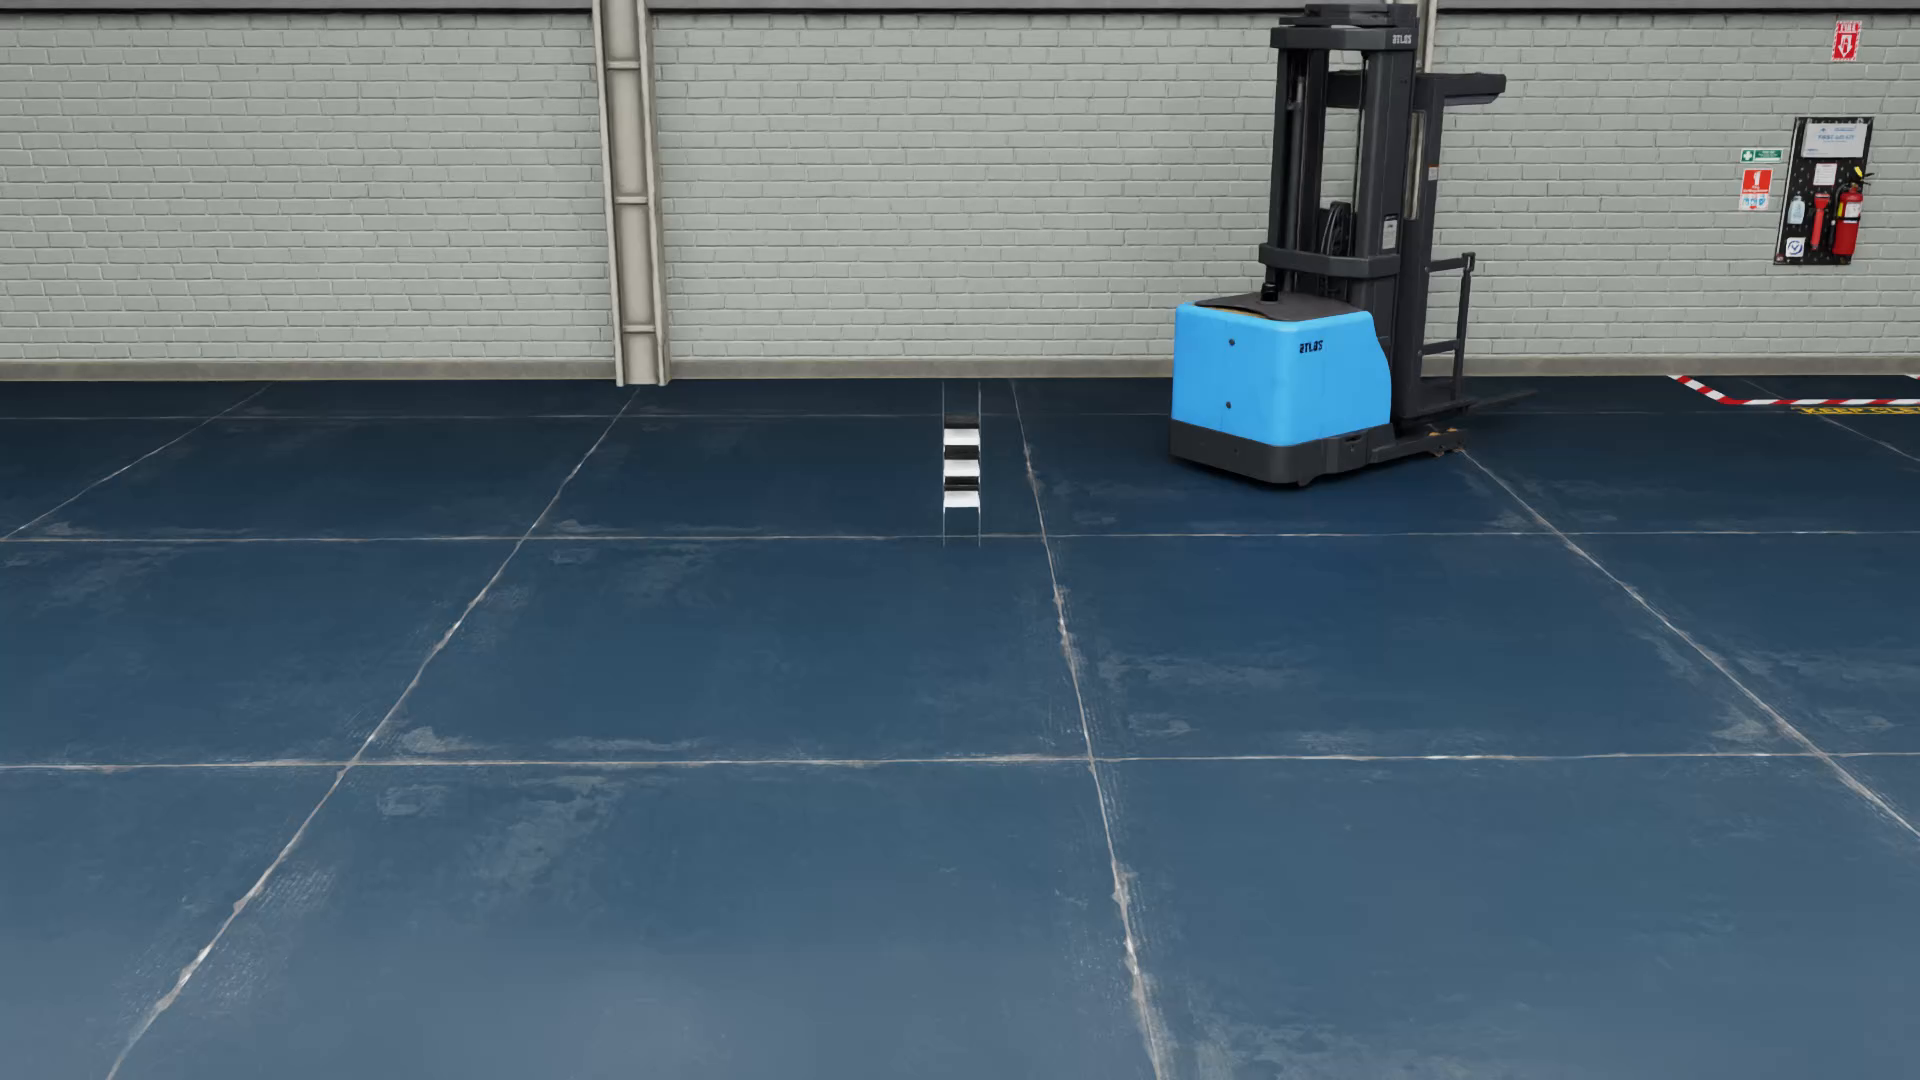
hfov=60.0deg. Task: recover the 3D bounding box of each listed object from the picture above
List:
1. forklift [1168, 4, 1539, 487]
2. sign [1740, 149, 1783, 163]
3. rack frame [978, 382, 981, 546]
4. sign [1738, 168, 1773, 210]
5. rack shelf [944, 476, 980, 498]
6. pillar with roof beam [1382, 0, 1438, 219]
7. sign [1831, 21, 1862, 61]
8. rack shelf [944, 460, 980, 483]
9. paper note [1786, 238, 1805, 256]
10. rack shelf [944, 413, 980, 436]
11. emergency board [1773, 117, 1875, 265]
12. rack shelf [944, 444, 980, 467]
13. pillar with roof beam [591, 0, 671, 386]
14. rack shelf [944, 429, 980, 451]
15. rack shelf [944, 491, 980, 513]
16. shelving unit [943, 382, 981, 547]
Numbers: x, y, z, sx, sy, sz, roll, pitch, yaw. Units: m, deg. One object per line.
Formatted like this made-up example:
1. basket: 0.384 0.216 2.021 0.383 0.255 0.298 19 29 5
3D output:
1. forklift: 2.866 -2.077 11.222 3.031 2.935 1.130 -13 22 -36
2. sign: 6.400 -3.069 13.277 0.331 0.109 0.001 0 18 -1
3. rack frame: 0.110 -0.429 9.412 0.006 0.900 0.240 0 18 -1
4. sign: 6.396 -2.819 13.367 0.234 0.329 0.001 0 18 -1
5. rack shelf: 0.008 -0.311 9.448 0.200 0.077 0.258 0 18 -1
6. pillar with roof beam: 3.490 -4.286 8.178 0.400 9.000 9.100 0 18 -1
7. sign: 6.941 -3.908 13.023 0.199 0.298 0.001 0 18 -1
8. rack shelf: 0.008 -0.397 9.420 0.200 0.077 0.258 0 18 -1
9. paper note: 6.772 -2.374 13.480 0.142 0.148 0.016 0 18 -1
10. rack shelf: 0.008 -0.654 9.338 0.200 0.077 0.258 0 18 -1
11. emergency board: 6.950 -2.773 13.282 0.643 1.169 0.194 0 18 -1
12. rack shelf: 0.008 -0.482 9.393 0.200 0.077 0.258 0 18 -1
13. pillar with roof beam: -2.509 -4.258 8.088 0.400 9.000 9.100 0 18 -1
14. rack shelf: 0.008 -0.568 9.365 0.200 0.077 0.258 0 18 -1
15. rack shelf: 0.008 -0.225 9.475 0.200 0.077 0.258 0 18 -1
16. shelving unit: 0.008 -0.429 9.410 0.210 0.900 0.258 0 18 -1
